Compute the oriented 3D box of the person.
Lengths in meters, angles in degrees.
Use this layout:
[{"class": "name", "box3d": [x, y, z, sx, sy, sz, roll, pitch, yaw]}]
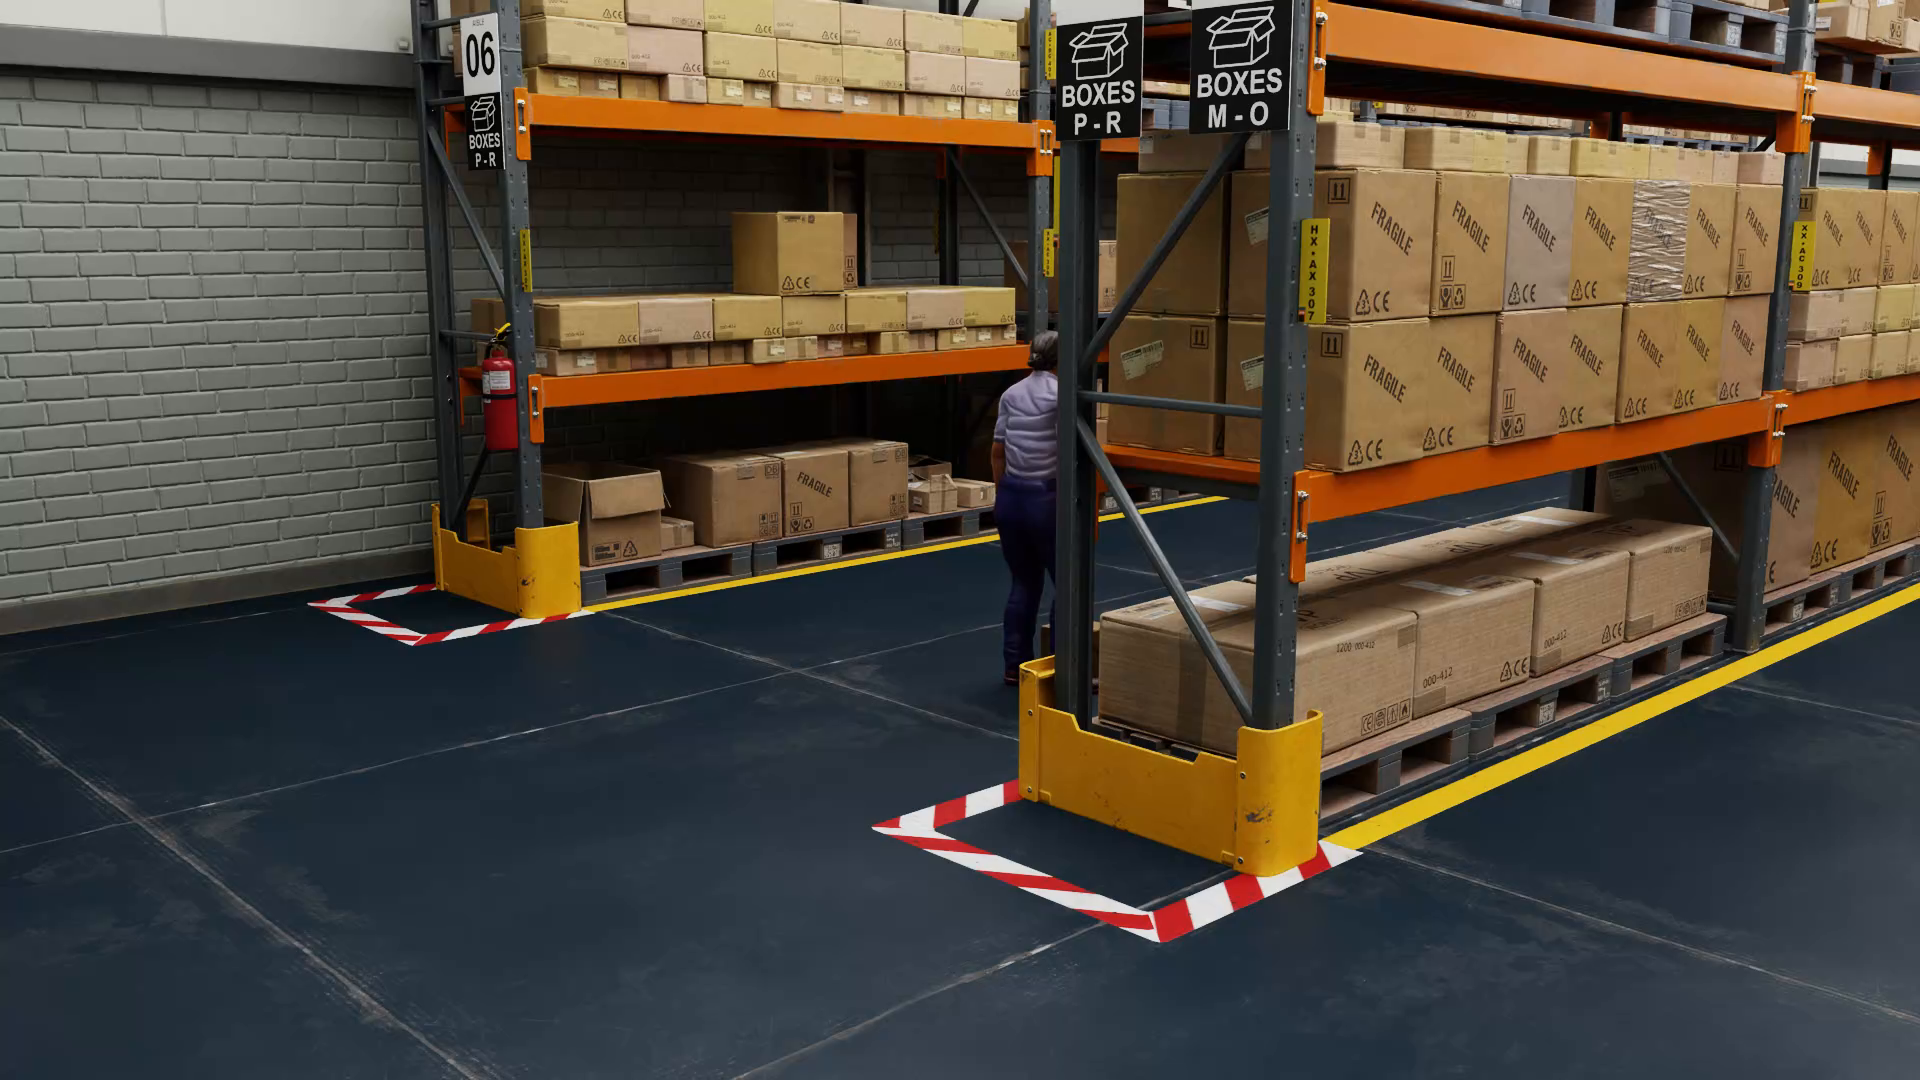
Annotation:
[{"class": "person", "box3d": [0.389, -0.129, 7.631, 0.561, 1.651, 0.376, 10, 14, 42]}]
